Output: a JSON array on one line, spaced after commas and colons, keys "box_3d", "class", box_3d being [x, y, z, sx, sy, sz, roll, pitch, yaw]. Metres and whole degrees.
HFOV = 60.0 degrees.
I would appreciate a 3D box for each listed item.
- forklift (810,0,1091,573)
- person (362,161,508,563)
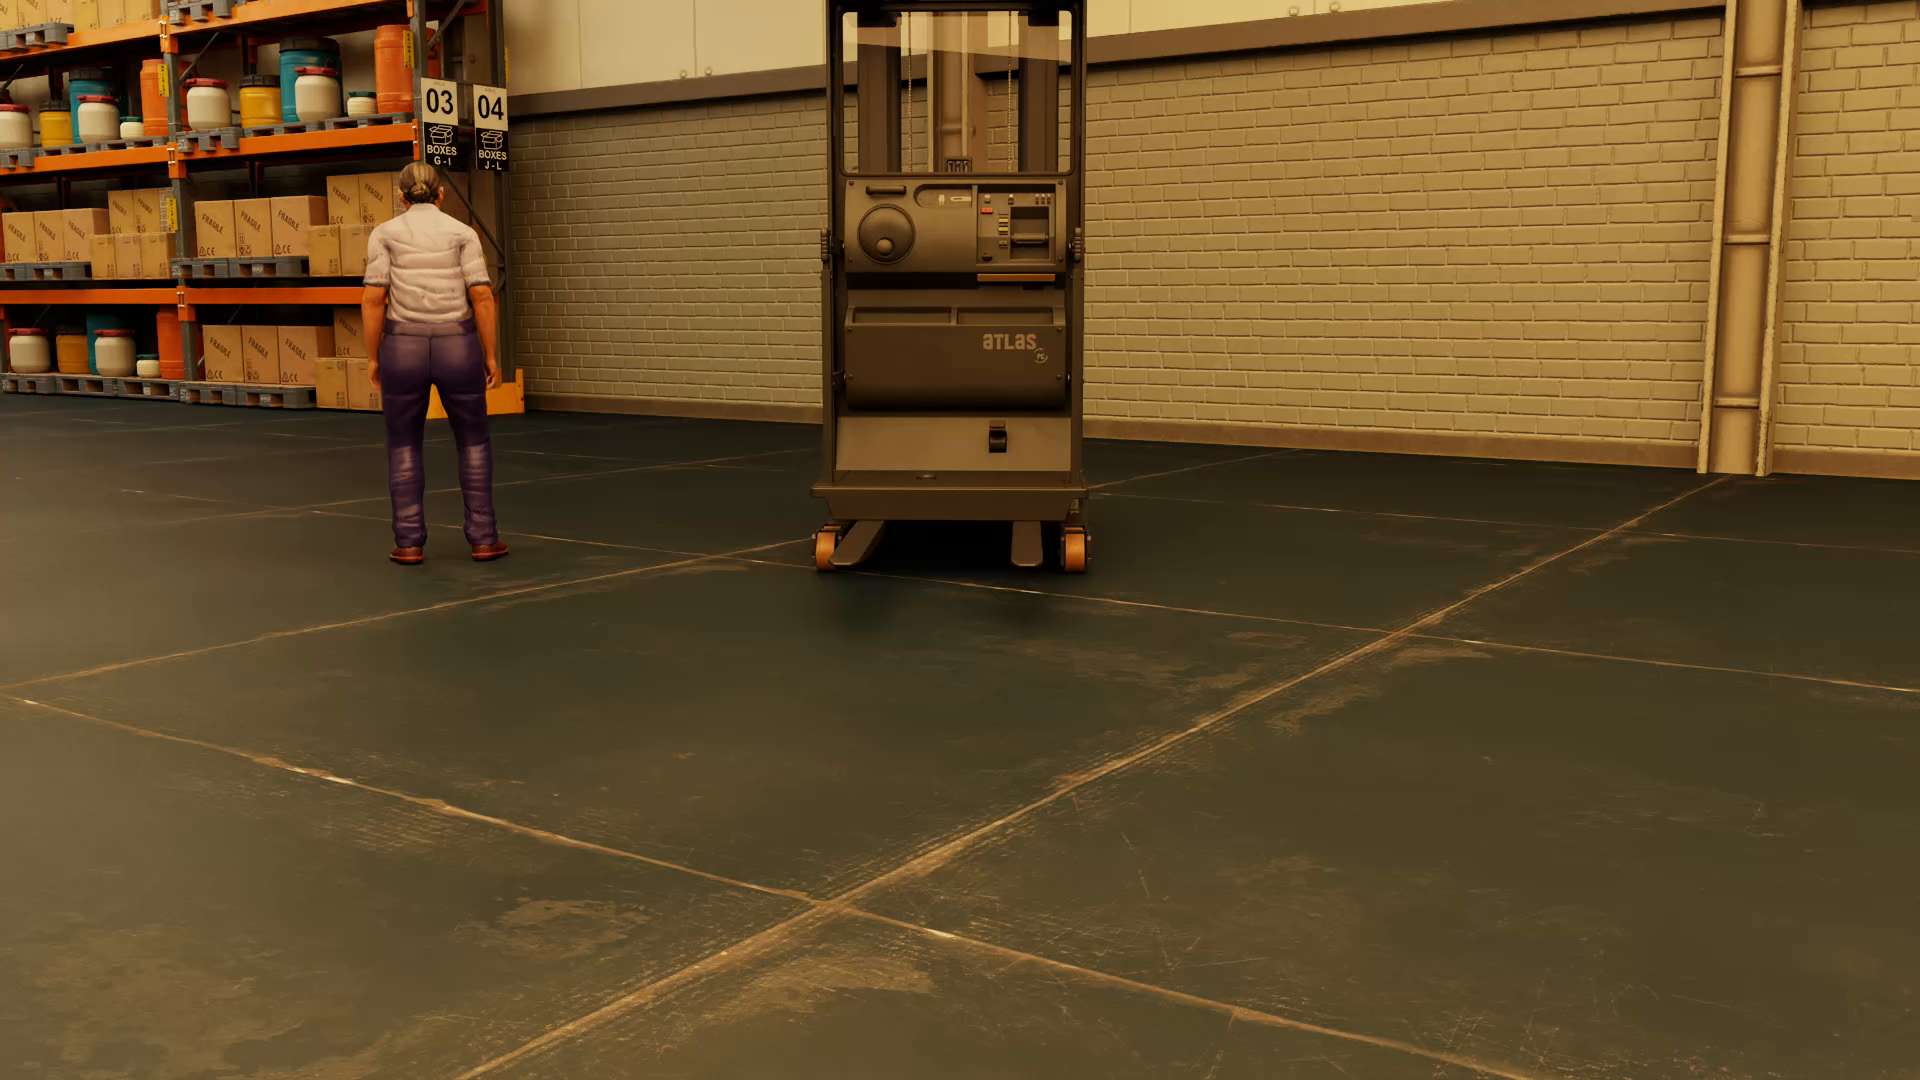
[{"box_3d": [-0.025, -1.363, 6.774, 1.130, 2.935, 3.031, 0, 8, 2], "class": "forklift"}, {"box_3d": [-2.183, -0.733, 6.902, 0.540, 1.652, 0.380, -2, 8, -16], "class": "person"}]
